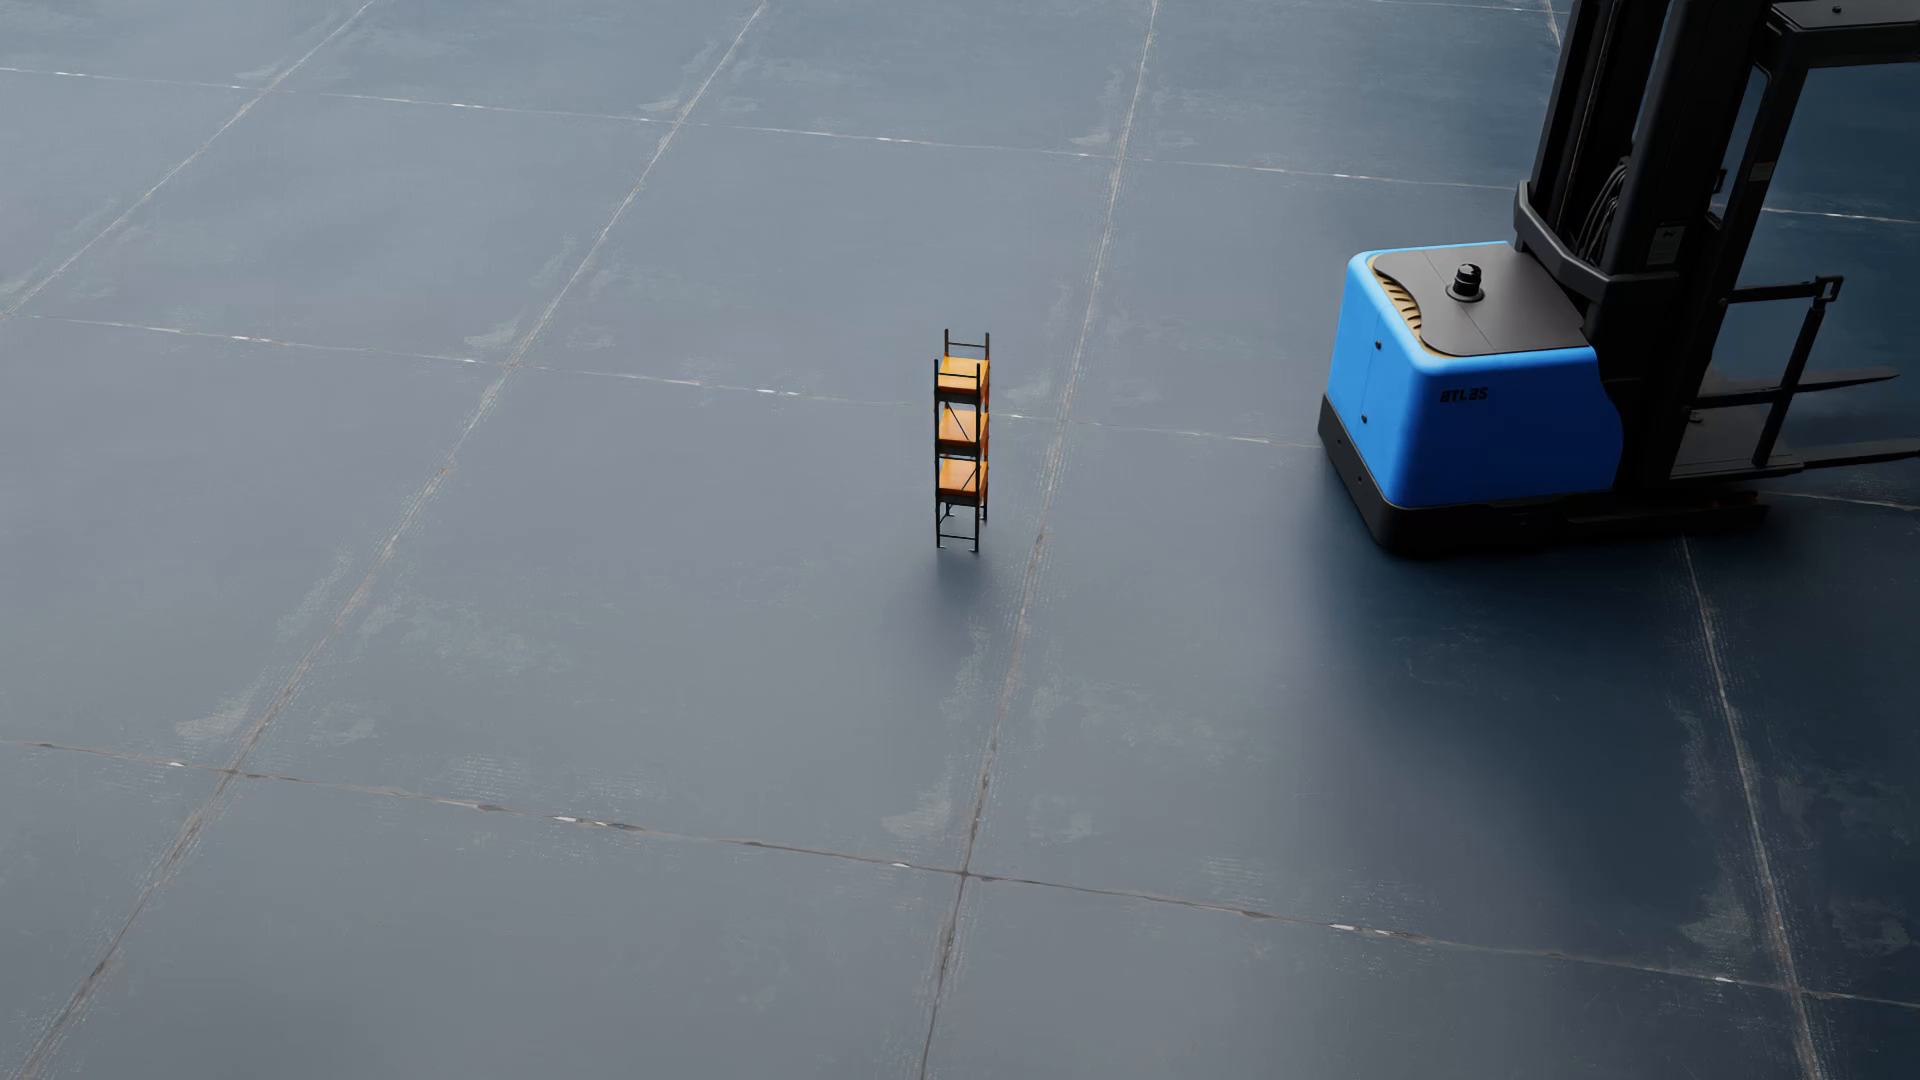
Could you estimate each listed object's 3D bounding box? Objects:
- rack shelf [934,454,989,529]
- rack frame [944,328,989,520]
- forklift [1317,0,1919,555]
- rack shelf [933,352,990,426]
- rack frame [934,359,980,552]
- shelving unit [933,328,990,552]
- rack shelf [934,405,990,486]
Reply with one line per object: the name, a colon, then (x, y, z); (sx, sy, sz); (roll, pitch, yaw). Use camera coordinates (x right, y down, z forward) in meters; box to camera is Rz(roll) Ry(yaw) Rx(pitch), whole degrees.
rack shelf: (0.009, -0.216, 7.737); (0.215, 0.259, 0.240); (6, 40, 8)
rack frame: (0.030, -0.515, 7.646); (0.200, 1.050, 0.008); (6, 40, 8)
forklift: (3.366, -1.490, 7.349); (3.031, 2.935, 1.130); (-5, 40, -7)
rack shelf: (0.009, -0.649, 7.379); (0.215, 0.259, 0.240); (6, 40, 8)
rack frame: (-0.012, -0.362, 7.460); (0.200, 1.050, 0.008); (6, 40, 8)
shelving unit: (0.009, -0.438, 7.553); (0.215, 1.050, 0.252); (6, 40, 8)
rack shelf: (0.009, -0.430, 7.560); (0.215, 0.259, 0.240); (6, 40, 8)
